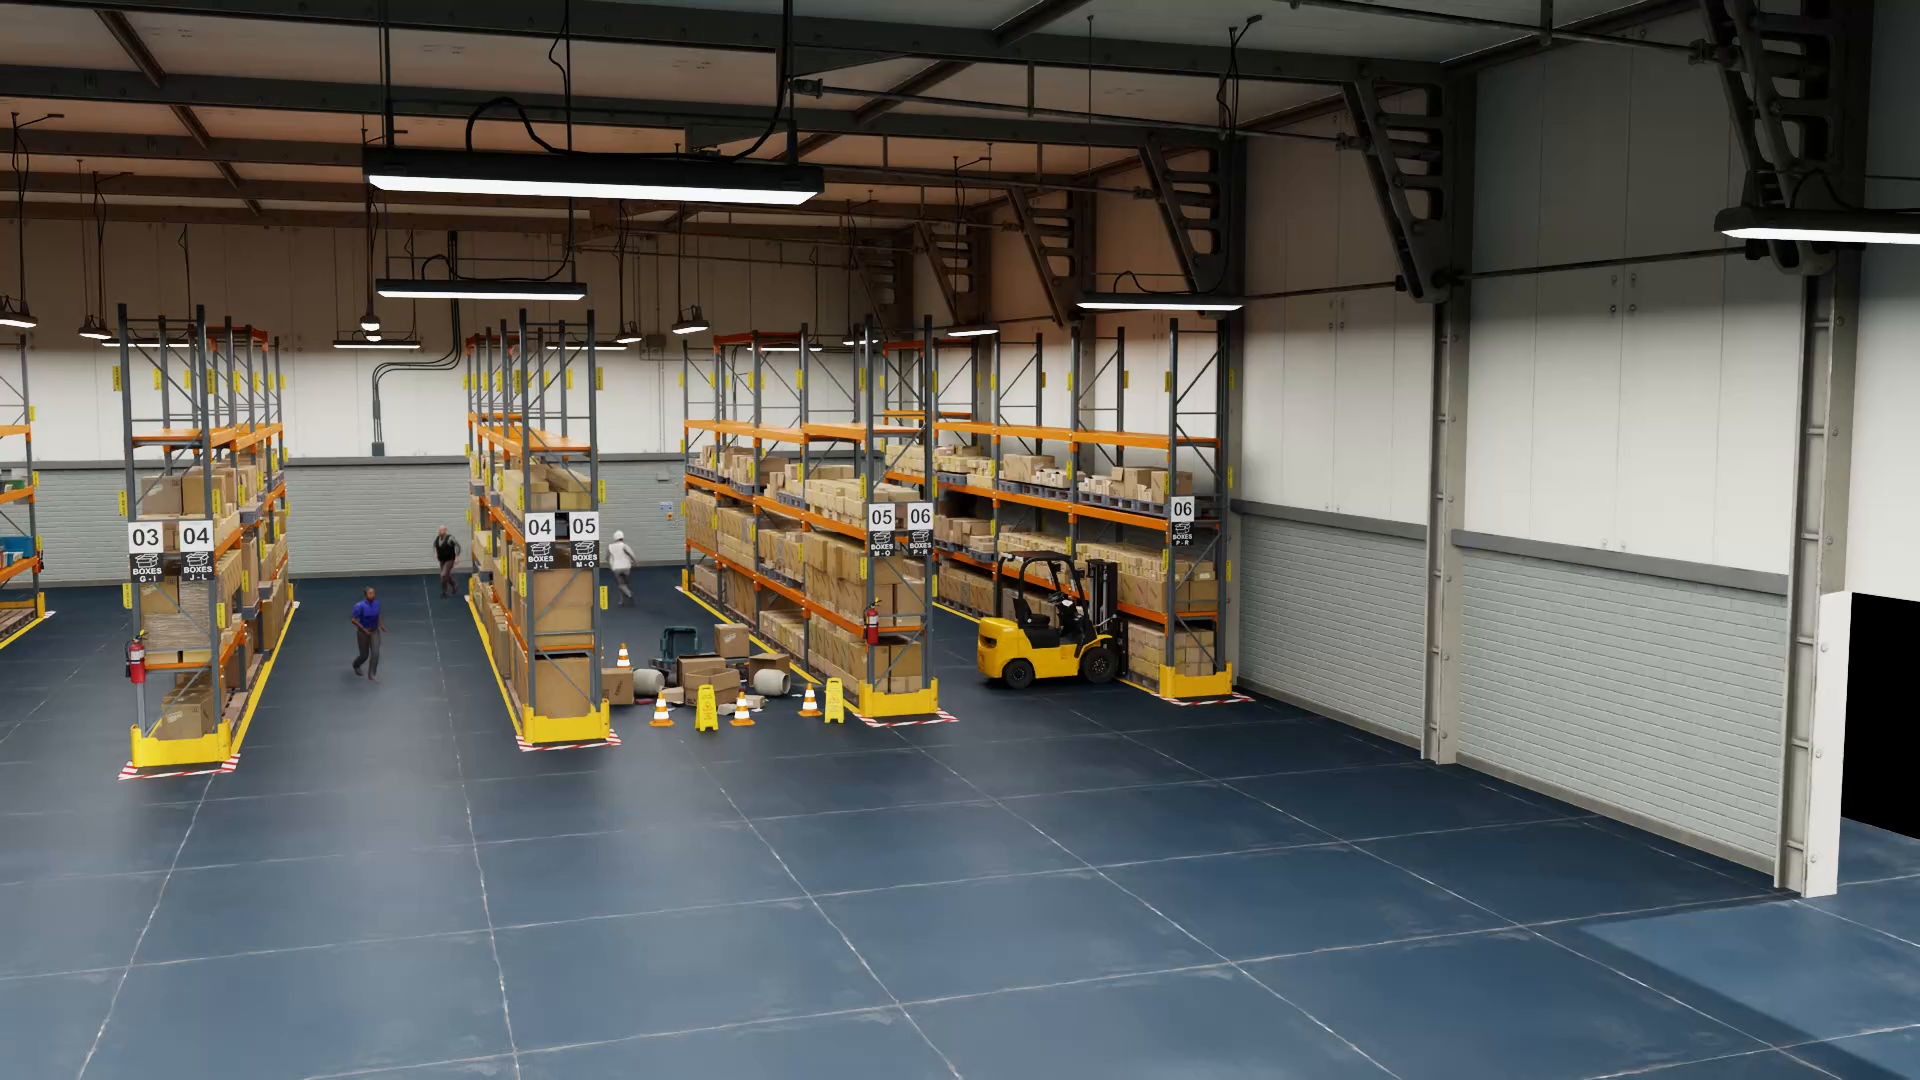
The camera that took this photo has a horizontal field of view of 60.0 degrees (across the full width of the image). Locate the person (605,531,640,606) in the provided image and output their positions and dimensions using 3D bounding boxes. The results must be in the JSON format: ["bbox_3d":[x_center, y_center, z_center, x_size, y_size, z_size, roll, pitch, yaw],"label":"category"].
[{"bbox_3d":[-7.560,0.654,37.234,0.761,1.711,0.641,-1,5,-7],"label":"person"}]

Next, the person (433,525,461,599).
[{"bbox_3d":[-11.942,0.490,38.884,0.653,1.712,0.823,2,6,22],"label":"person"}]

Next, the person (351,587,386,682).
[{"bbox_3d":[-9.981,1.566,27.925,0.573,1.610,0.752,-5,7,-43],"label":"person"}]

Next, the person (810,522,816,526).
[{"bbox_3d":[-3.796,0.149,42.019,0.803,1.790,0.606,-3,6,-32],"label":"person"}]
